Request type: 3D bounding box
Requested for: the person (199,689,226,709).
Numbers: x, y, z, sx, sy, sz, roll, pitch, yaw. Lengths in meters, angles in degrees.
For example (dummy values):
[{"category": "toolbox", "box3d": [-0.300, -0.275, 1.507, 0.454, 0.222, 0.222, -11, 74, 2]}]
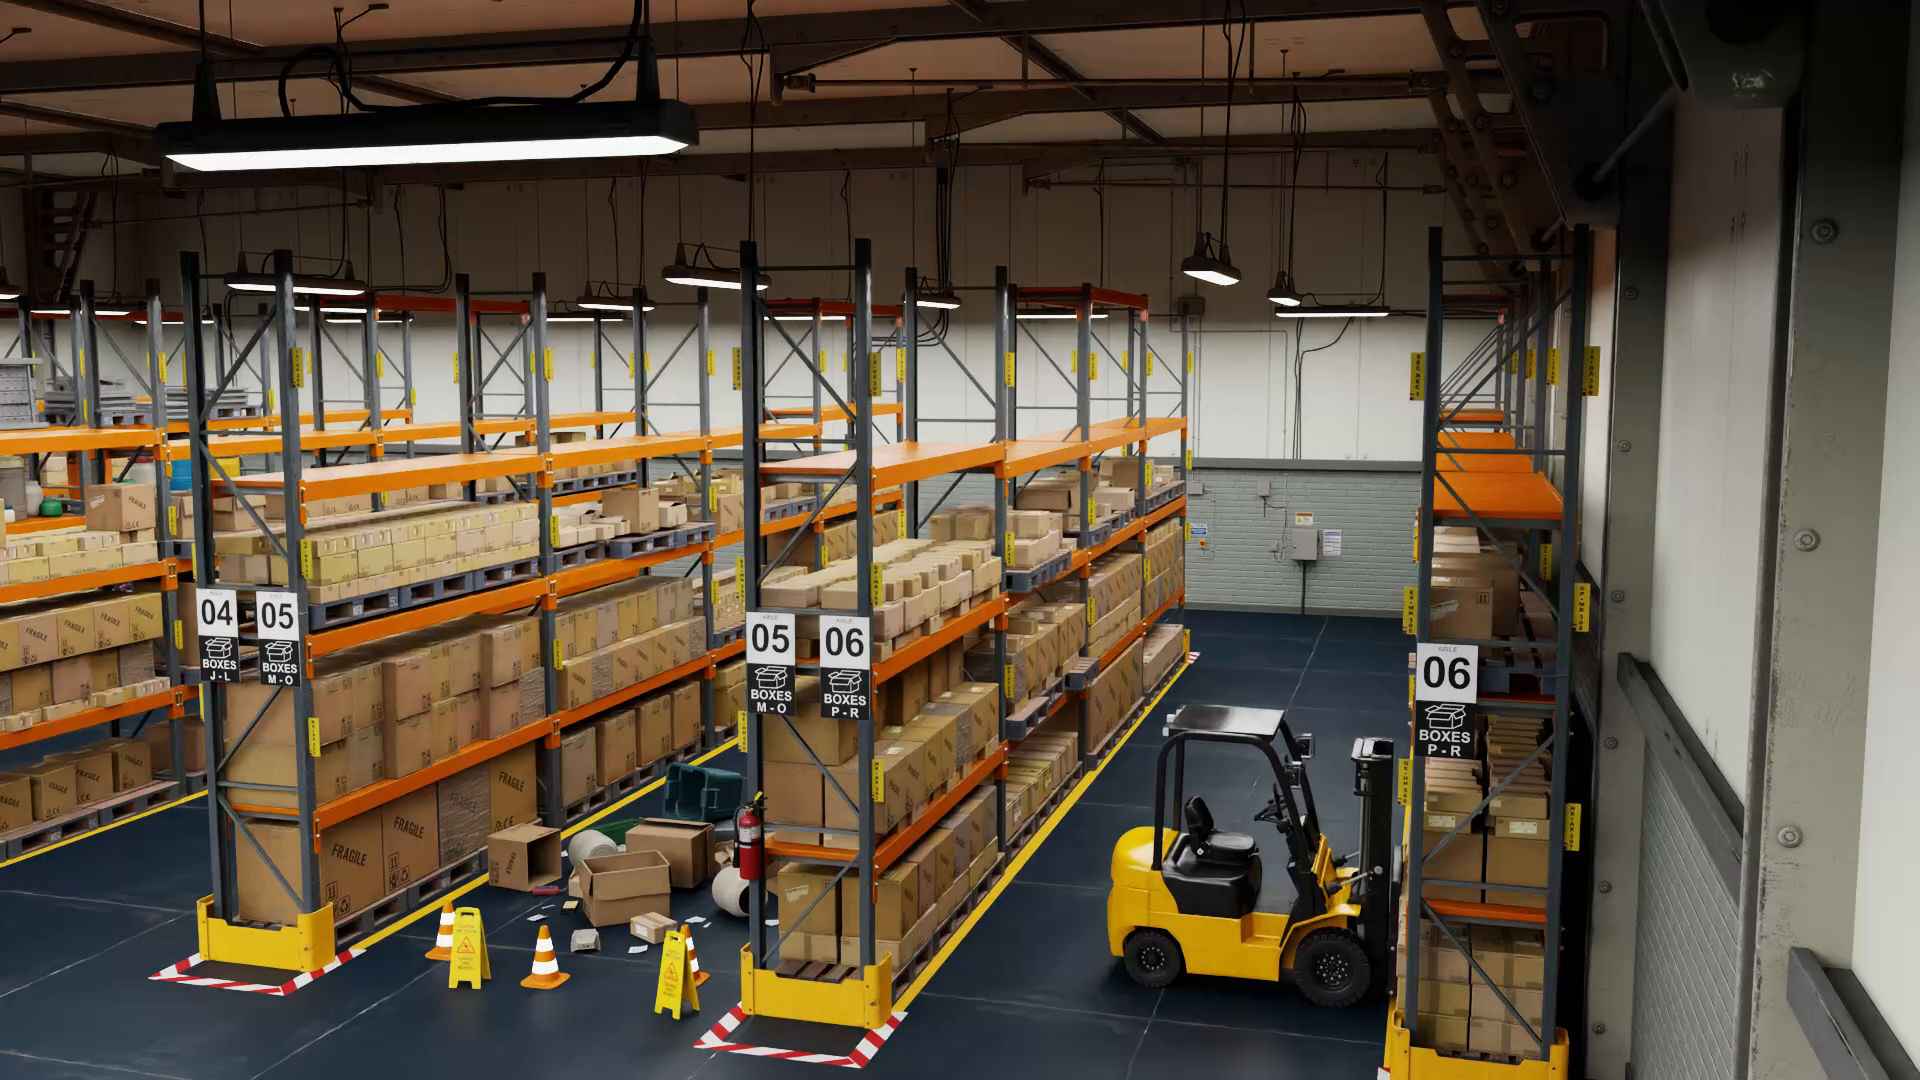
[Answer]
[{"category": "person", "box3d": [-10.257, 1.767, 22.999, 0.555, 1.627, 1.020, 1, 7, 13]}]
